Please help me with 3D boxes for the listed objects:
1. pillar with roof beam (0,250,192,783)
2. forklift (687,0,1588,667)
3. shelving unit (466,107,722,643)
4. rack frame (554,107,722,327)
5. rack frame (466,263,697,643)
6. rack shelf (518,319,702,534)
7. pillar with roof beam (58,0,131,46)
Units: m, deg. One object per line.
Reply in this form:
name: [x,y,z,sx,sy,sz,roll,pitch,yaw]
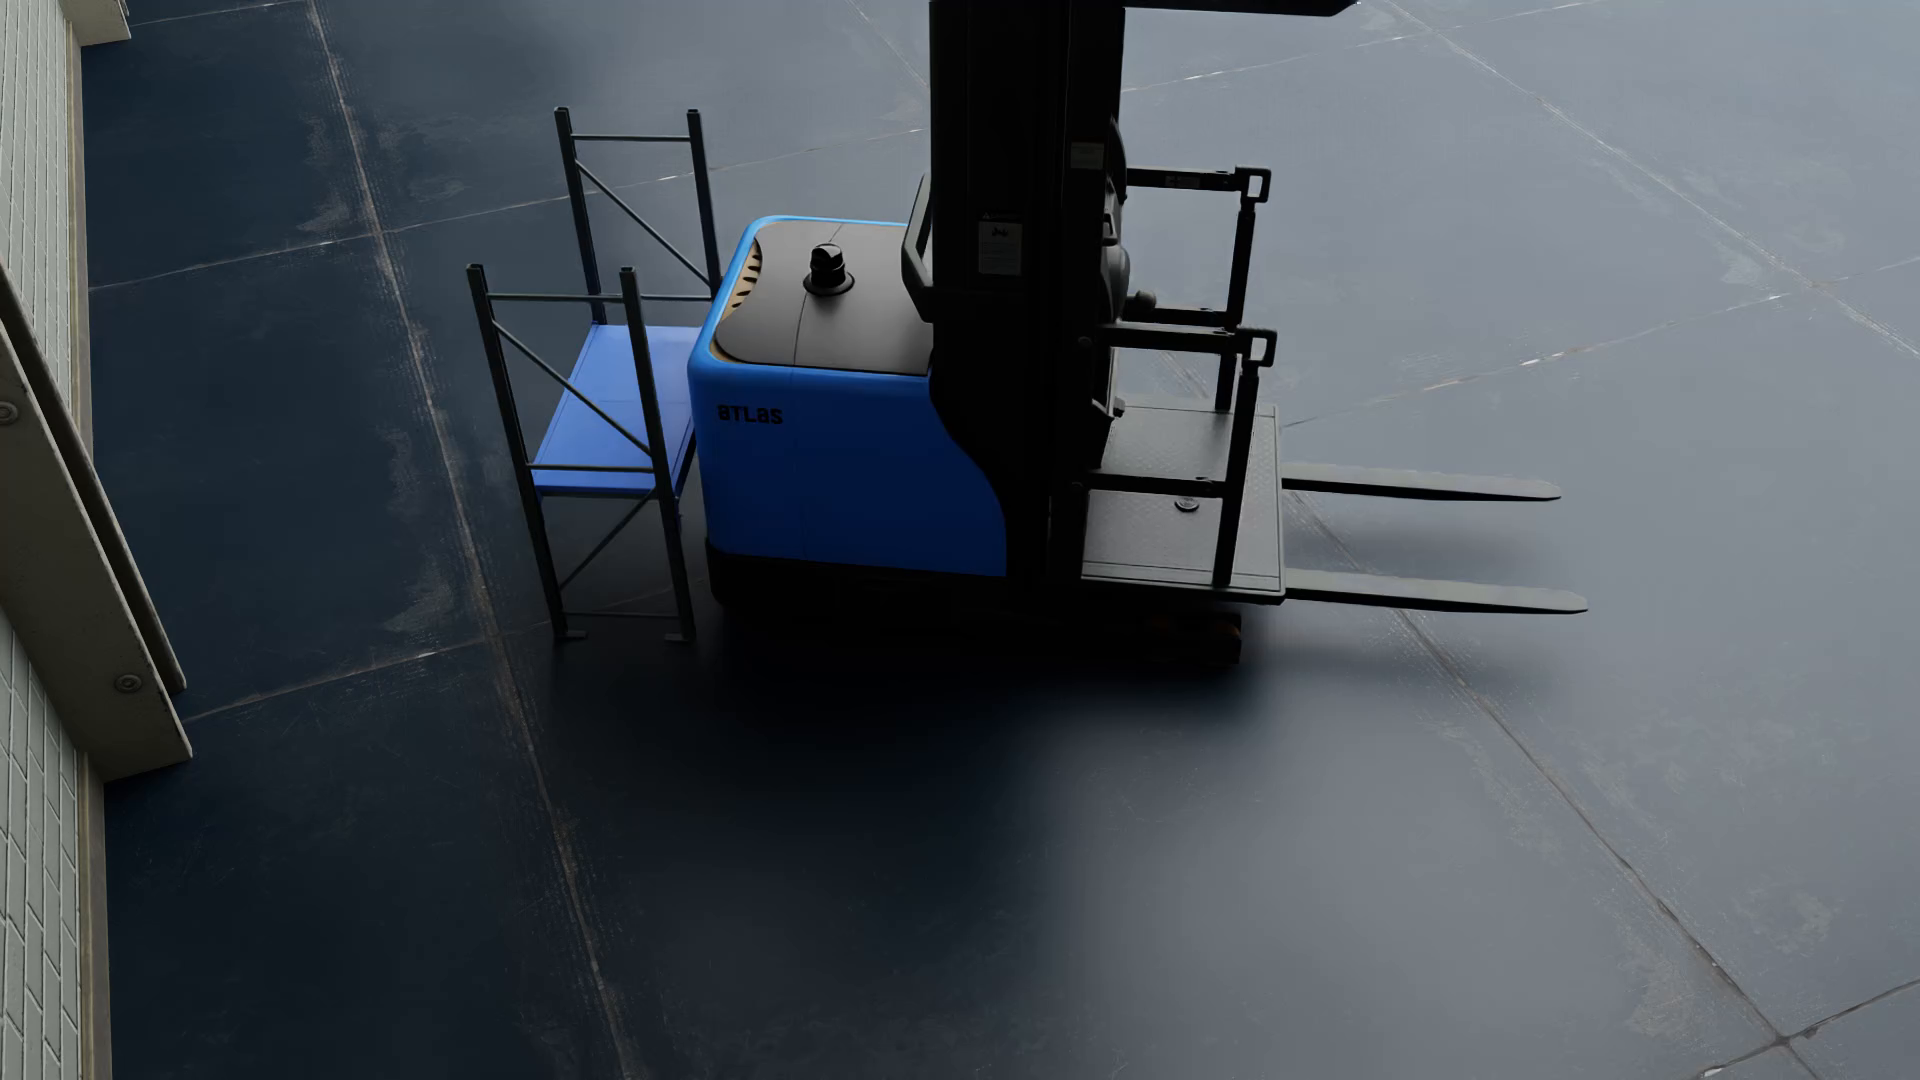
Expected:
pillar with roof beam: [1.256,-3.855,3.831,9.100,9.000,0.400,-15,43,-17]
forklift: [0.668,-1.043,5.215,3.031,2.935,1.130,5,41,5]
shelving unit: [-1.152,-0.559,5.744,0.538,1.500,1.048,2,41,4]
rack frame: [-1.117,-0.890,6.128,0.500,1.500,0.032,2,41,4]
rack frame: [-1.187,-0.228,5.359,0.500,1.500,0.032,2,41,4]
rack shelf: [-1.149,-0.423,5.861,0.538,0.185,1.000,2,41,4]
pillar with roof beam: [-1.040,-7.469,8.034,9.100,9.000,0.400,-15,43,-17]
